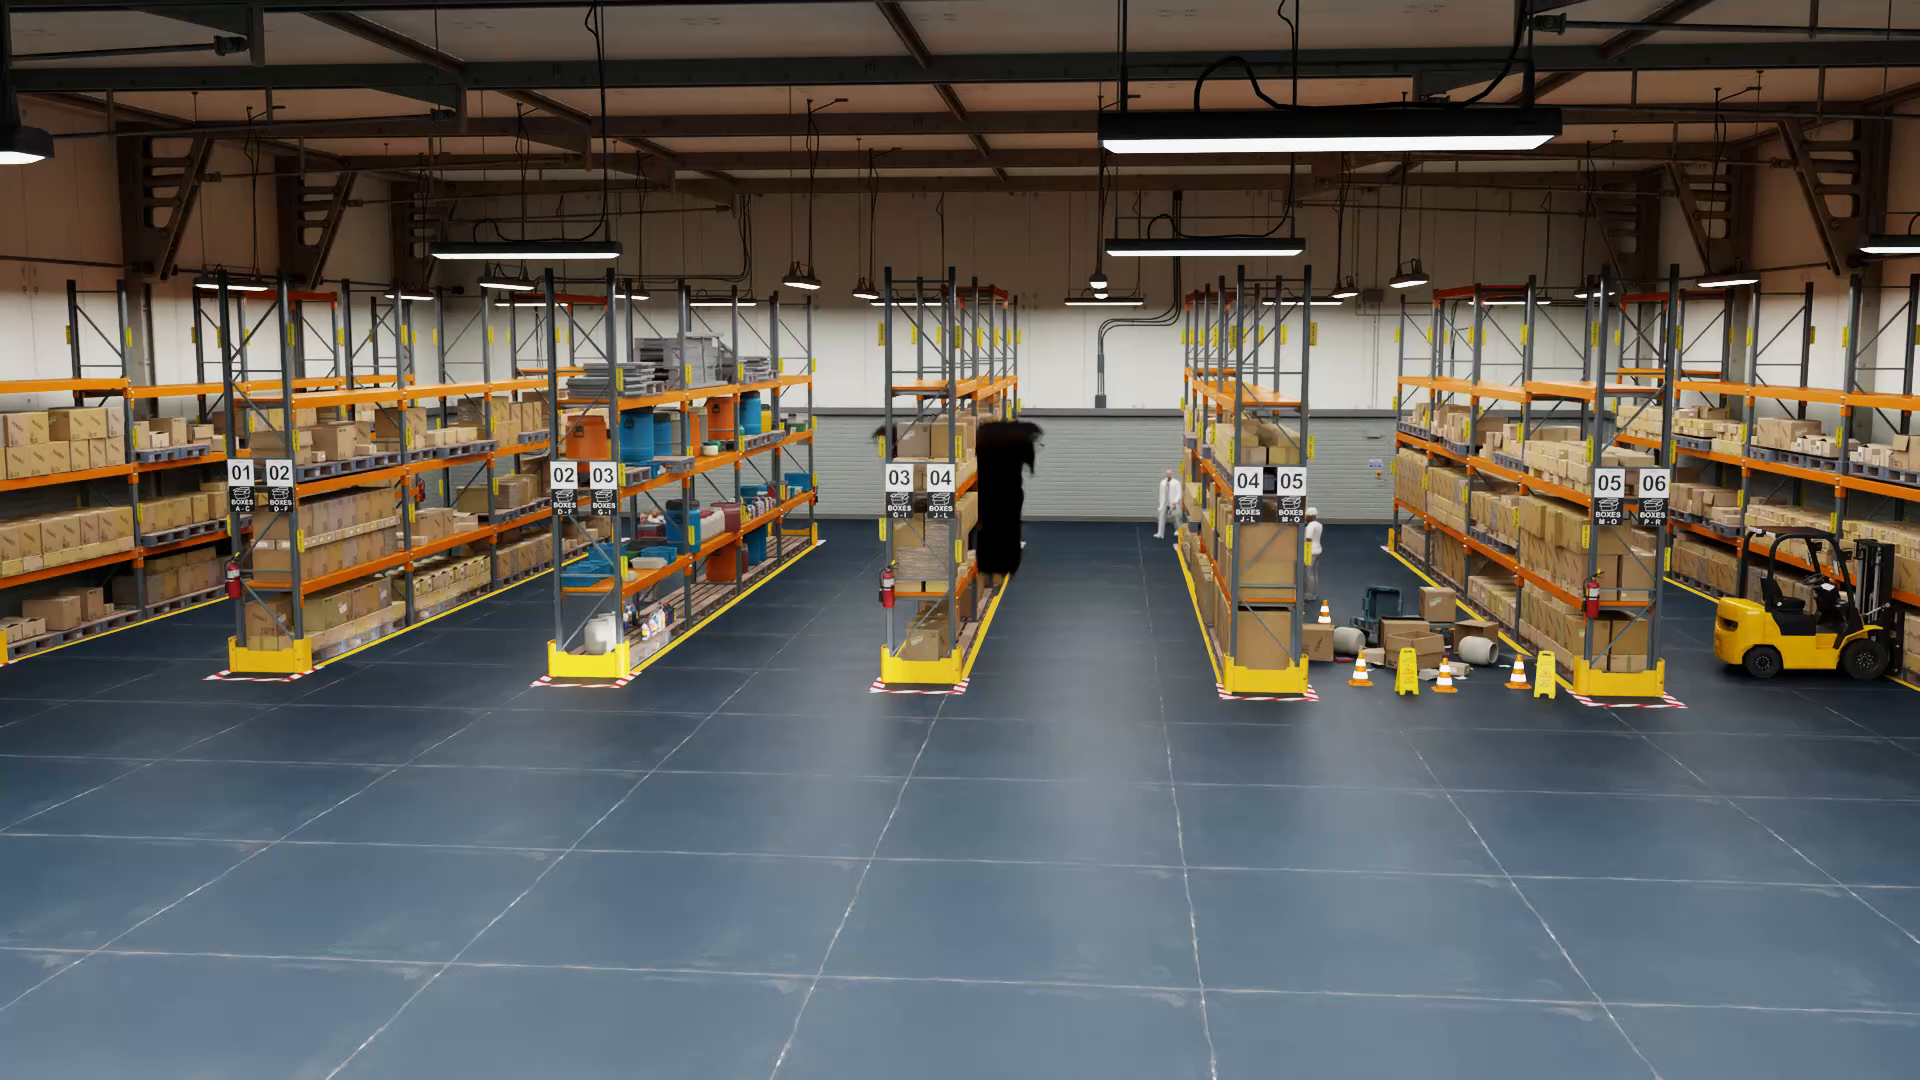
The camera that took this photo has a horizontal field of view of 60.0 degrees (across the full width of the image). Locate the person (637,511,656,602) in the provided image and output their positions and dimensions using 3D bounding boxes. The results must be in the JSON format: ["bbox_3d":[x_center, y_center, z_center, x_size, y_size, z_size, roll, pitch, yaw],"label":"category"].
[{"bbox_3d":[-5.966,0.321,31.567,0.571,1.745,0.389,1,7,8],"label":"person"}]

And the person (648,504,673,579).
[{"bbox_3d":[-6.208,0.070,34.006,0.575,1.618,0.970,1,7,9],"label":"person"}]

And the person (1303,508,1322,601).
[{"bbox_3d":[6.704,0.267,31.793,0.393,1.775,0.595,5,8,33],"label":"person"}]

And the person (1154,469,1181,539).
[{"bbox_3d":[5.209,-0.898,41.528,0.625,1.736,1.145,4,8,29],"label":"person"}]
